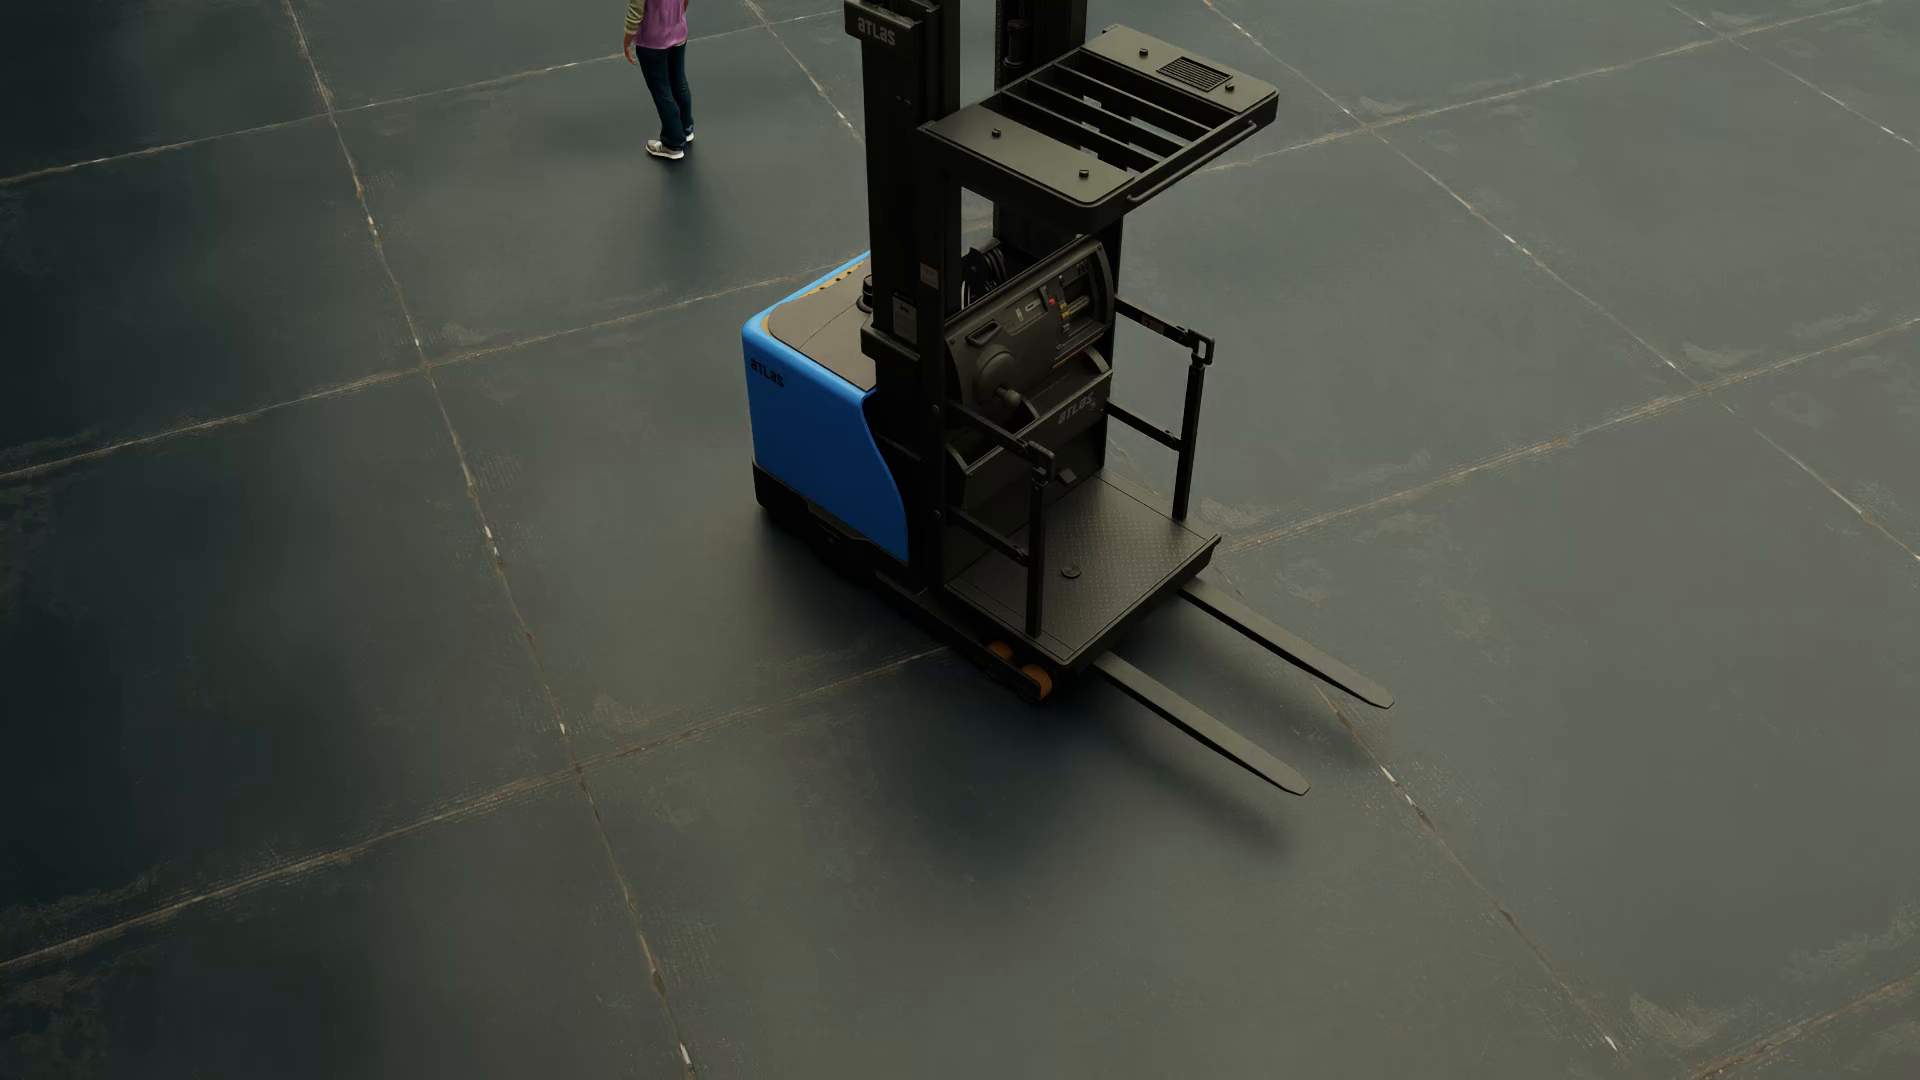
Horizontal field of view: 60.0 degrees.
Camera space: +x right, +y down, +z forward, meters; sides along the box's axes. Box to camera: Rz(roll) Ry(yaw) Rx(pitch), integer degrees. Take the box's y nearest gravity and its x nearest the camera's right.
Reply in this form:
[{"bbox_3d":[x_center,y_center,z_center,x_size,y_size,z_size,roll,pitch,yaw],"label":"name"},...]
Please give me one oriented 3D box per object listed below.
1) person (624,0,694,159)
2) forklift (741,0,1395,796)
[{"bbox_3d":[-1.826,-3.013,9.876,0.472,1.599,0.521,29,50,27],"label":"person"},{"bbox_3d":[0.445,-0.788,6.525,3.031,2.935,1.130,32,52,30],"label":"forklift"}]
